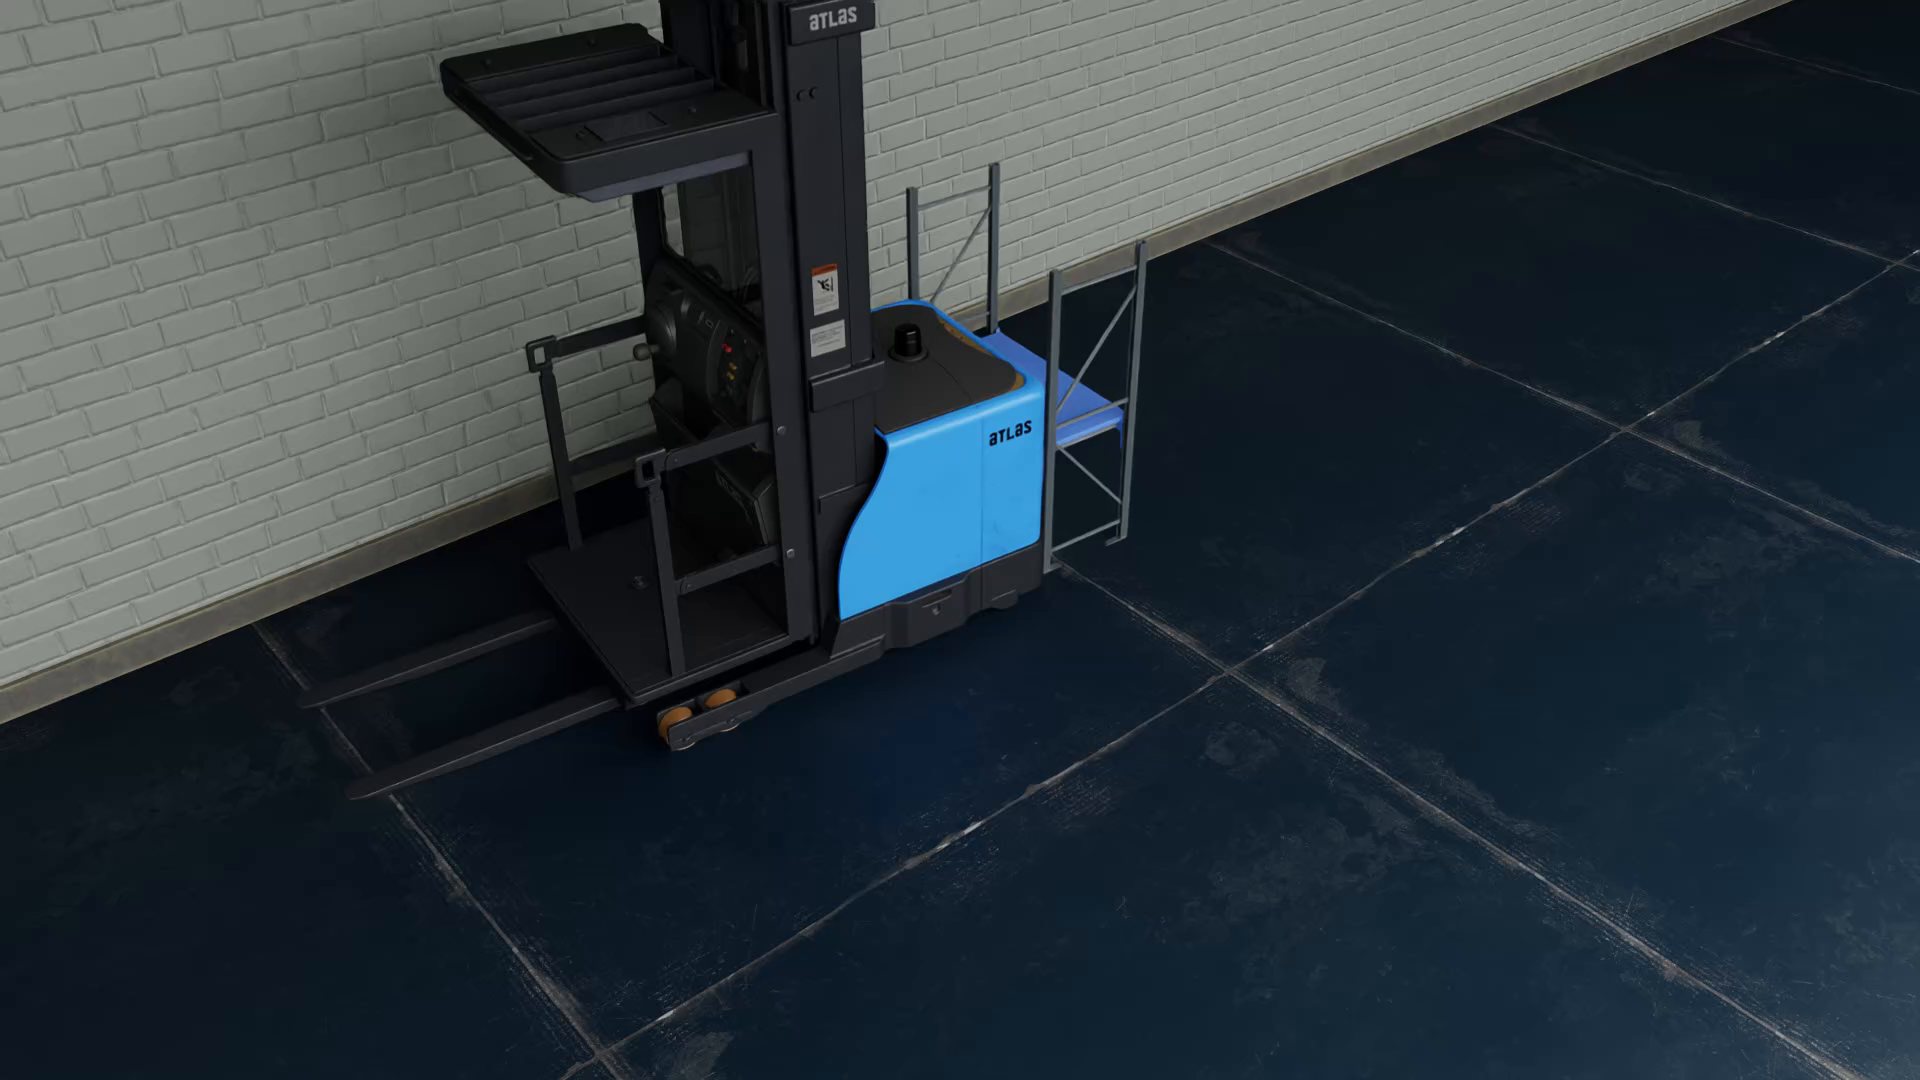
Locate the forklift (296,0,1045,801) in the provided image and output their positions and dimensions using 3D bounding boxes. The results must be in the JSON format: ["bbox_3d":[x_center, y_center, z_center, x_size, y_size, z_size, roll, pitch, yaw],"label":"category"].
[{"bbox_3d":[-1.145,-0.716,6.225,3.031,2.935,1.130,-21,40,-27],"label":"forklift"}]

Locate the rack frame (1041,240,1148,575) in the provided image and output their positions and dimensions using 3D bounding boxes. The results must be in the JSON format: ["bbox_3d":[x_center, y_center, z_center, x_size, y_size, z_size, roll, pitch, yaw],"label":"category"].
[{"bbox_3d":[0.569,-0.546,7.224,0.500,1.500,0.032,-23,41,-29],"label":"rack frame"}]

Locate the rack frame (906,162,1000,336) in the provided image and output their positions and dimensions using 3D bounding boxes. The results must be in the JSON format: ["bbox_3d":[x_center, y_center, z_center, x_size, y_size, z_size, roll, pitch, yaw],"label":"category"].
[{"bbox_3d":[-0.029,-1.022,7.895,0.500,1.500,0.032,-23,41,-29],"label":"rack frame"}]

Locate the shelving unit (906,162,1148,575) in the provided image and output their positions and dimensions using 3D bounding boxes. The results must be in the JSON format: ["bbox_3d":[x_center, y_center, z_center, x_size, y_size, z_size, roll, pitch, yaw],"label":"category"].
[{"bbox_3d":[0.270,-0.784,7.559,0.538,1.500,1.048,-23,41,-29],"label":"shelving unit"}]

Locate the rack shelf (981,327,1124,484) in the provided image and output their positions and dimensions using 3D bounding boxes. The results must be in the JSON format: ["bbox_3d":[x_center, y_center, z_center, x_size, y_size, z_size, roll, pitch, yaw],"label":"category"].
[{"bbox_3d":[0.270,-0.637,7.663,0.538,0.185,1.000,-23,41,-29],"label":"rack shelf"}]
